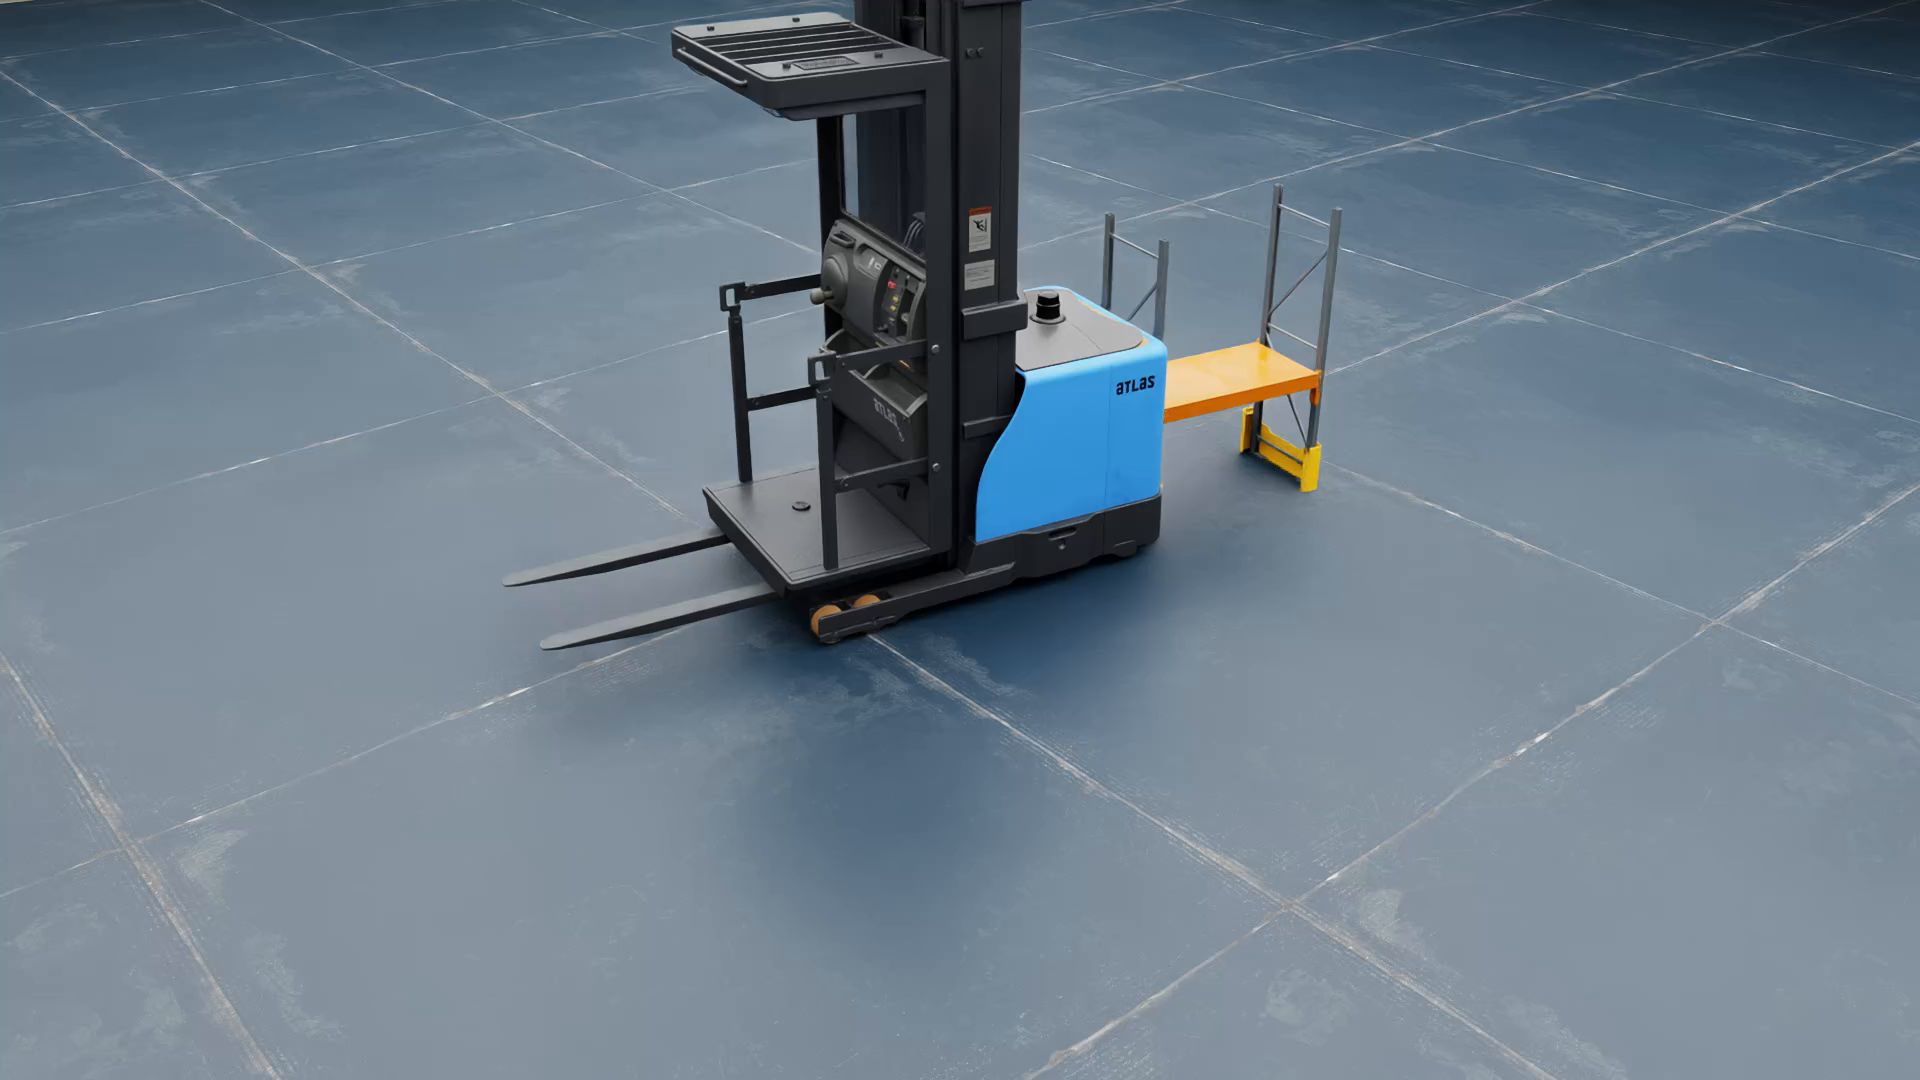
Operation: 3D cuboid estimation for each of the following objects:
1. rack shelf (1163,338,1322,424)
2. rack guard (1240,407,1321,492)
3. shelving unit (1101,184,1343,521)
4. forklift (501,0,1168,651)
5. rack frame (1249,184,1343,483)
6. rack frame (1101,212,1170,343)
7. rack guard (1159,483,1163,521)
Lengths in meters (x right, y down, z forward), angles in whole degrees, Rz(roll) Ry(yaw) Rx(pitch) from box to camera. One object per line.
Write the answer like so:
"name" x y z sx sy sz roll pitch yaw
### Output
"rack shelf" 1.280 -0.773 8.488 1.000 0.185 0.538 -14 31 -25
"rack guard" 1.710 -0.491 8.903 0.087 0.250 0.587 -14 31 -25
"shelving unit" 1.272 -0.930 8.399 1.083 1.500 0.587 -14 31 -25
"forklift" -0.566 -1.117 7.231 3.031 2.935 1.130 -14 31 -25
"rack frame" 1.727 -1.046 8.617 0.032 1.500 0.500 -14 31 -25
"rack frame" 0.833 -0.818 8.189 0.032 1.500 0.500 -14 31 -25
"rack guard" 0.834 -0.267 8.484 0.087 0.250 0.587 -14 31 -25
